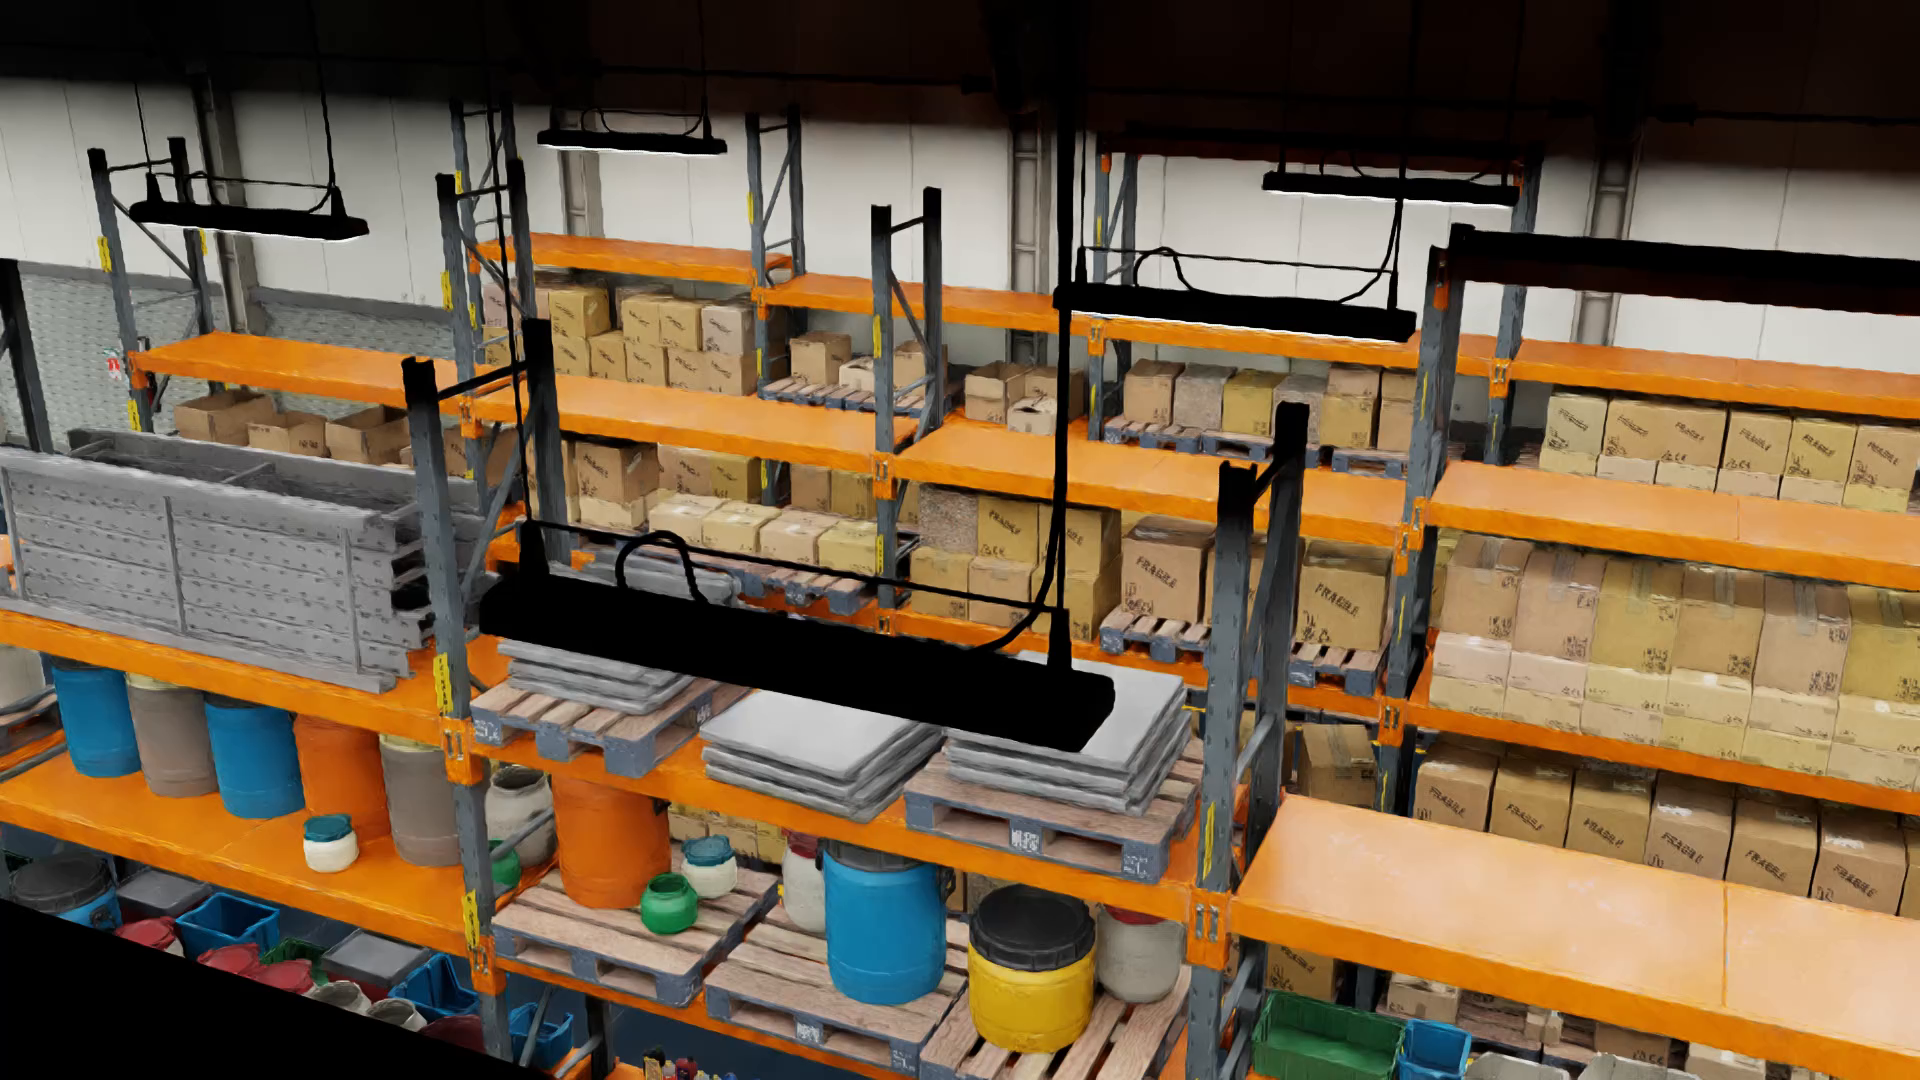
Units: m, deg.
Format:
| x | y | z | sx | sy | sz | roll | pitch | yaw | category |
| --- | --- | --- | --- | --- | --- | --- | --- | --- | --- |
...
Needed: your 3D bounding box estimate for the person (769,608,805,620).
| x | y | z | sx | sy | sz | roll | pitch | yaw | category |
| --- | --- | --- | --- | --- | --- | --- | --- | --- | --- |
| -1.689 | 1.333 | 16.929 | 0.517 | 1.580 | 0.625 | 8 | 22 | 20 | person |
